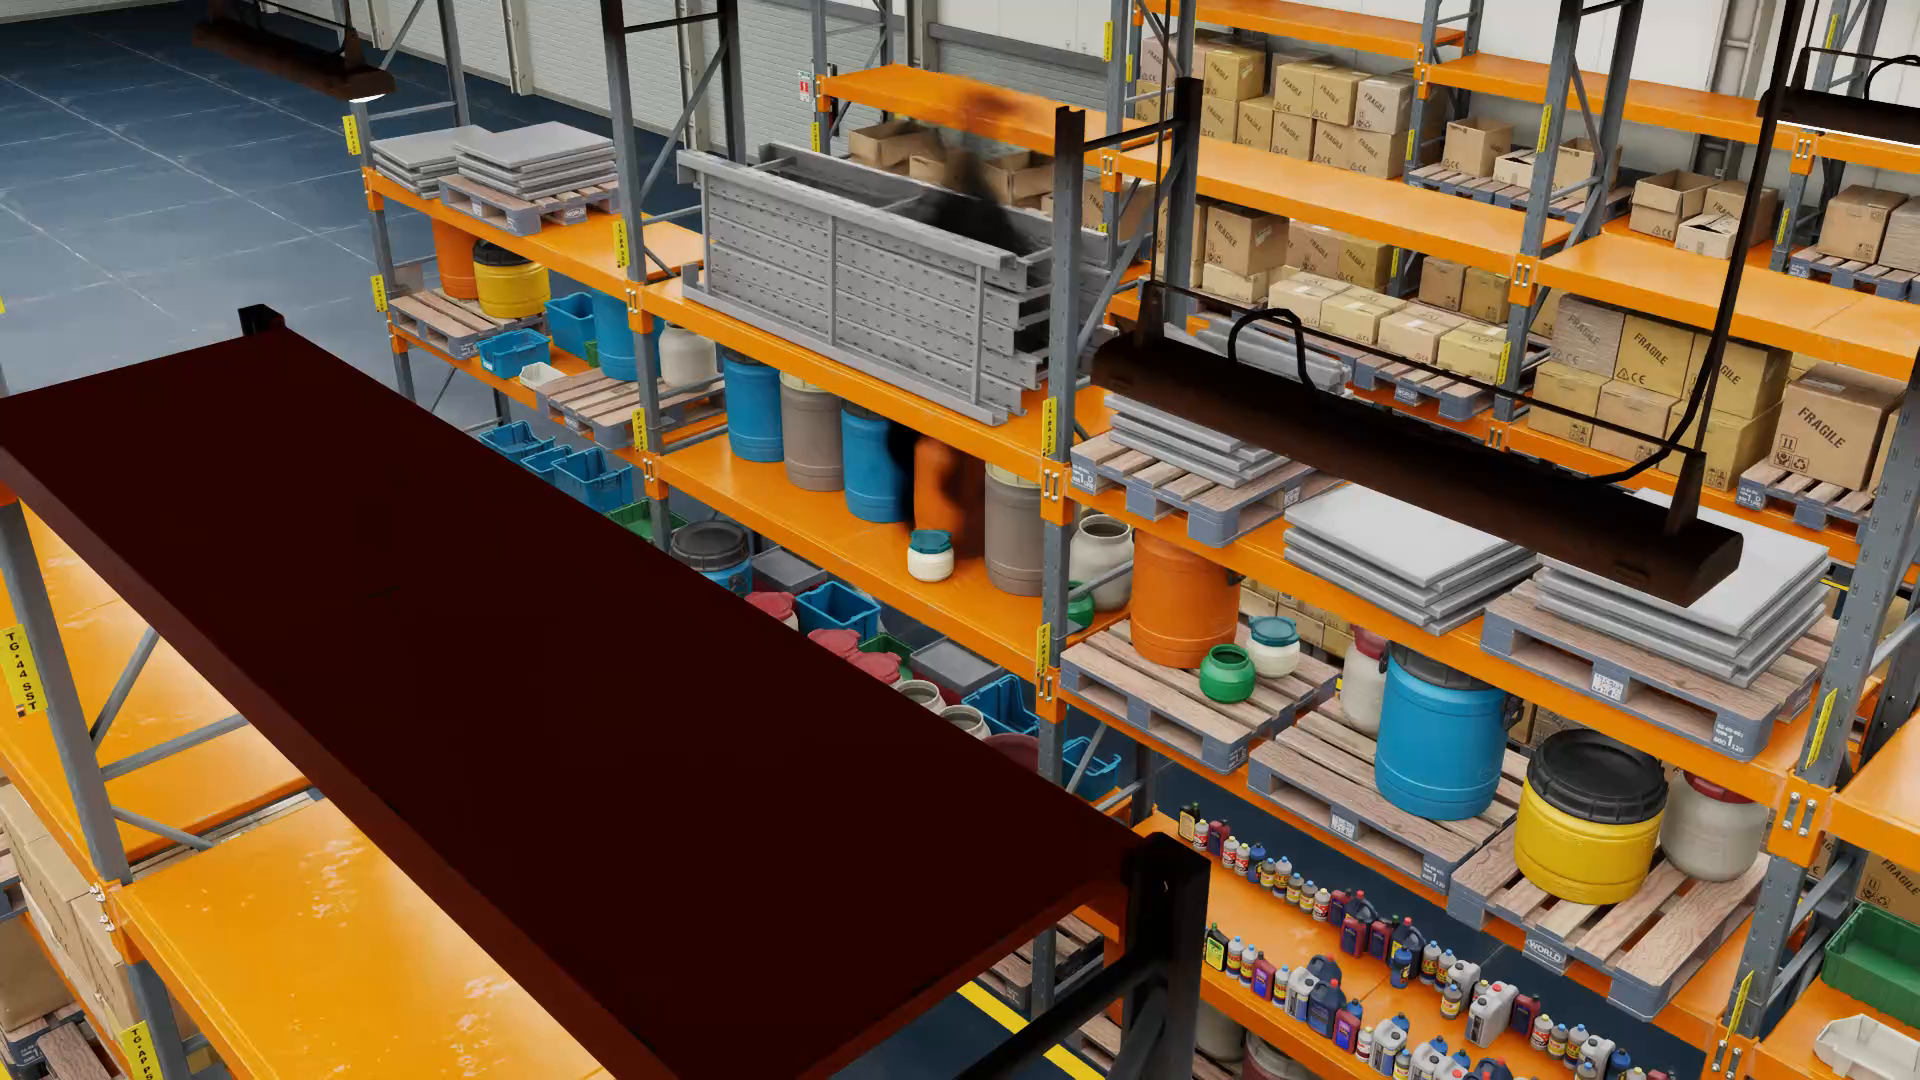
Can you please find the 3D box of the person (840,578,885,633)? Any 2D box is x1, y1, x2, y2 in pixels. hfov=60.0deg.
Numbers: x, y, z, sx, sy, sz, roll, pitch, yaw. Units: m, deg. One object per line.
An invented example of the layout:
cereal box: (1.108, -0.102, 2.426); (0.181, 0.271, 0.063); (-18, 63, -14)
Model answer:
person: (-0.981, 0.073, 14.964); (0.695, 1.710, 0.588); (16, 32, 27)
